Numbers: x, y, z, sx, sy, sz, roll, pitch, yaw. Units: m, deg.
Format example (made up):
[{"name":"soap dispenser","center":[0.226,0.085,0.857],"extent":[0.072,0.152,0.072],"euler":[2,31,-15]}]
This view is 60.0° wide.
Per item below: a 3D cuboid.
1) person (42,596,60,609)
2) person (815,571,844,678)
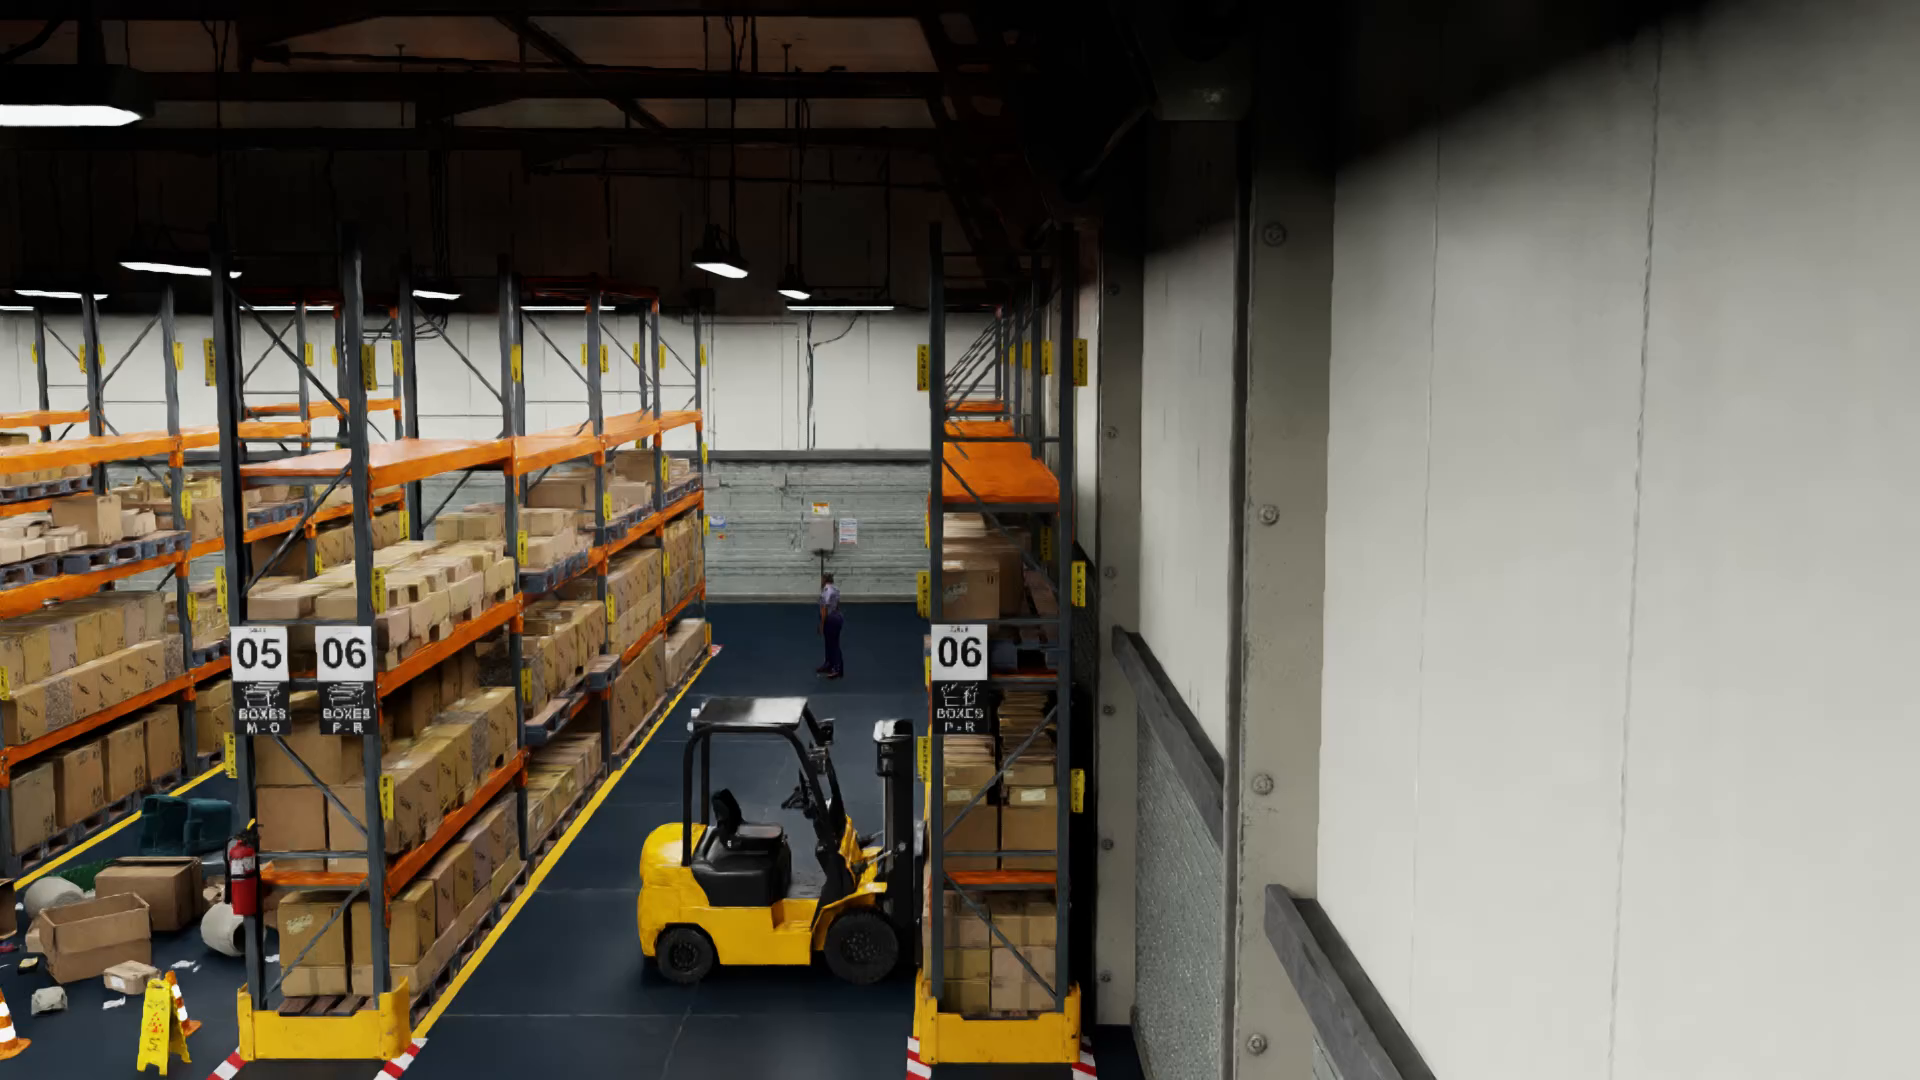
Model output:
[{"name":"person","center":[-13.076,1.563,24.060],"extent":[0.592,1.630,0.517],"euler":[0,7,-3]},{"name":"person","center":[-2.061,1.297,26.091],"extent":[0.568,1.639,0.636],"euler":[1,7,12]}]
